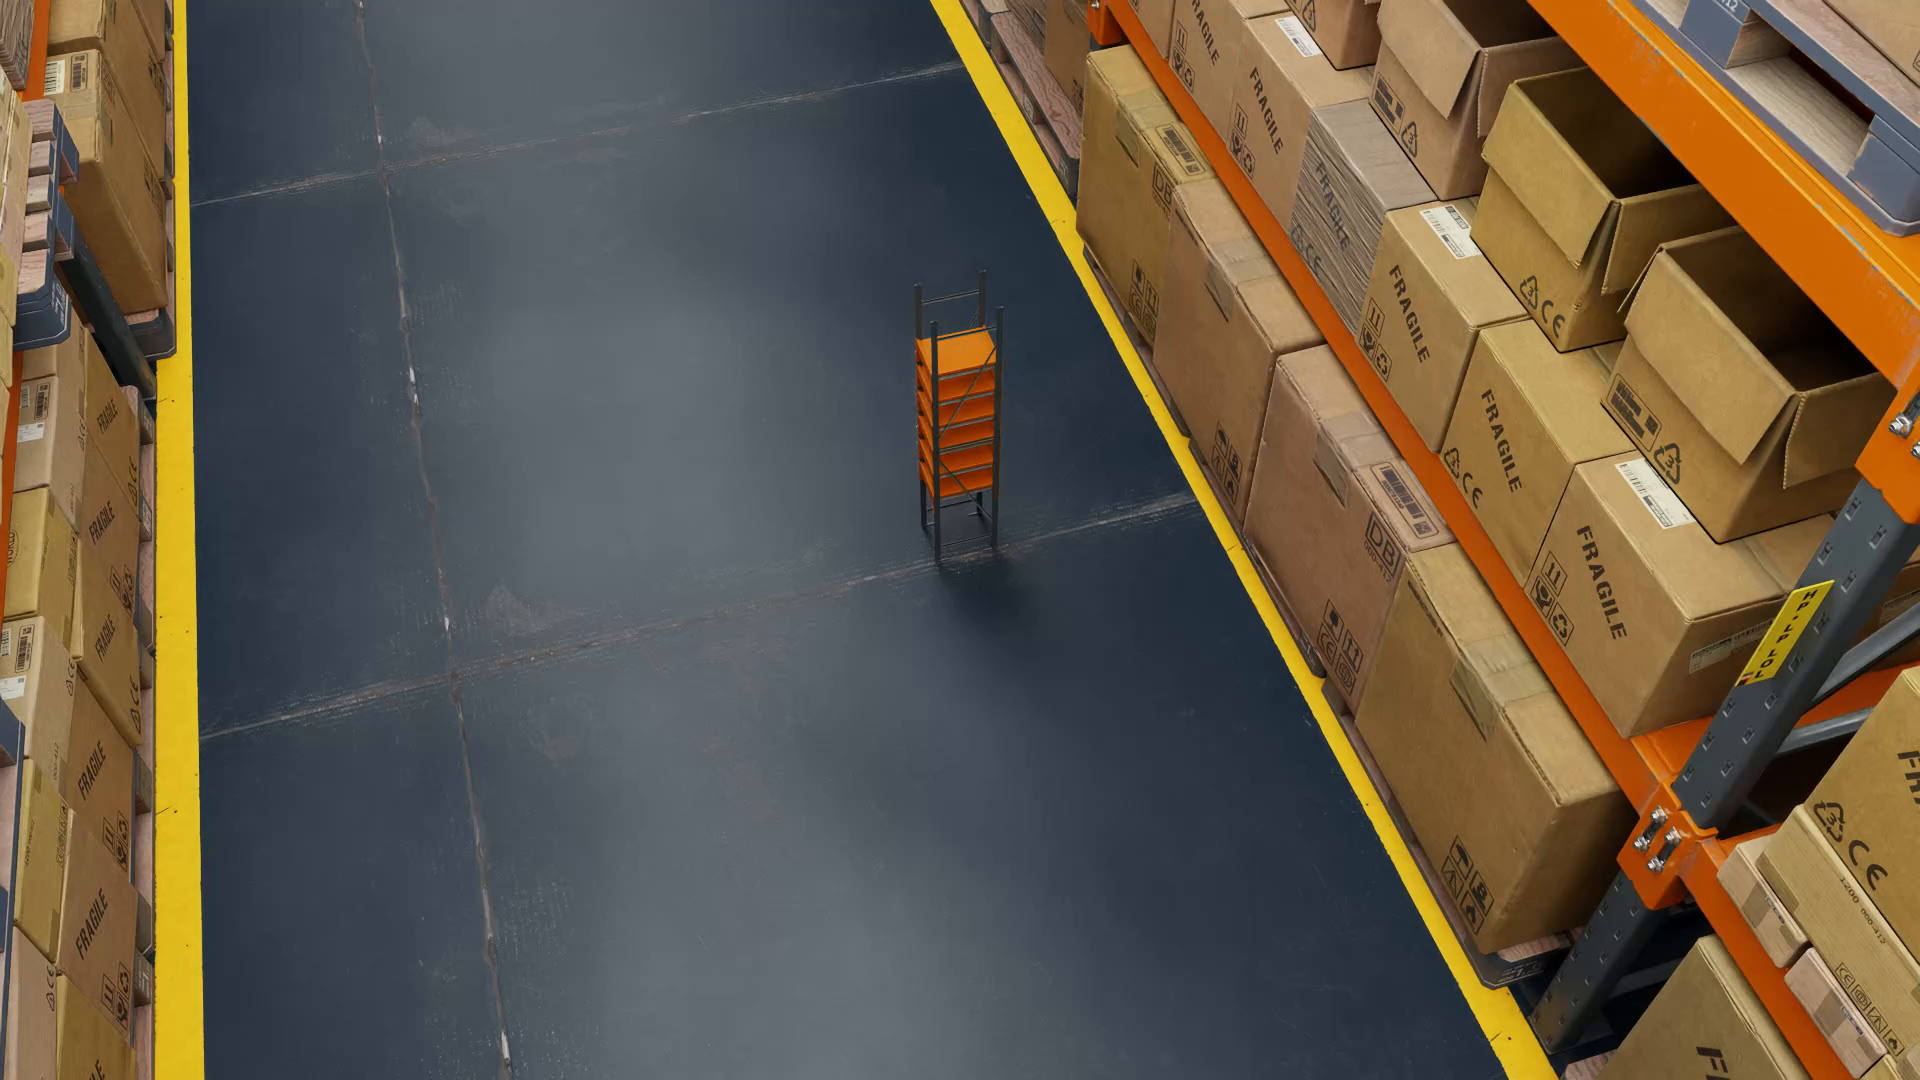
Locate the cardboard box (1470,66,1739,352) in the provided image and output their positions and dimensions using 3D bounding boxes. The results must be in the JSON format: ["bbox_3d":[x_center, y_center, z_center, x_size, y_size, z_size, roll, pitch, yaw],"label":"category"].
[{"bbox_3d":[1.821,-0.911,4.334,0.797,0.503,0.637,-13,51,-11],"label":"cardboard box"}]

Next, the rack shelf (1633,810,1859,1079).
[{"bbox_3d":[2.801,2.106,2.983,1.077,0.370,4.000,-13,51,-11],"label":"rack shelf"}]

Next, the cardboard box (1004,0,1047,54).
[{"bbox_3d":[0.633,-2.731,7.938,0.700,0.500,0.500,-17,52,-14],"label":"cardboard box"}]

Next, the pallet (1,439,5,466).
[{"bbox_3d":[-3.117,0.038,4.382,1.003,0.211,1.213,-13,51,-11],"label":"pallet"}]

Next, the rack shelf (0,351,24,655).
[{"bbox_3d":[-3.150,0.232,4.563,1.077,0.370,4.000,-13,51,-11],"label":"rack shelf"}]

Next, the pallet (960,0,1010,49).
[{"bbox_3d":[0.440,-3.070,8.700,1.003,0.211,1.213,-13,51,-11],"label":"pallet"}]

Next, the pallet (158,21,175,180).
[{"bbox_3d":[-4.260,-2.044,7.835,1.003,0.211,1.213,-13,51,-11],"label":"pallet"}]

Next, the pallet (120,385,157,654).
[{"bbox_3d":[-3.512,0.009,6.104,1.003,0.211,1.213,-13,51,-11],"label":"pallet"}]

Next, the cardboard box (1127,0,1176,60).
[{"bbox_3d":[0.910,-2.124,6.013,0.500,0.500,0.500,-12,51,-10],"label":"cardboard box"}]

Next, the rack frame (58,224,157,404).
[{"bbox_3d":[-3.741,-1.460,5.519,1.000,3.000,0.127,-13,51,-11],"label":"rack frame"}]

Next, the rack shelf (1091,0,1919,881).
[{"bbox_3d":[1.618,-0.815,5.446,1.077,0.370,4.000,-13,51,-11],"label":"rack shelf"}]

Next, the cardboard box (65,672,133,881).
[{"bbox_3d":[-2.850,0.766,5.003,0.500,0.500,0.500,-13,51,-10],"label":"cardboard box"}]

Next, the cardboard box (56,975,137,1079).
[{"bbox_3d":[-2.524,1.532,4.357,0.500,0.500,0.500,-12,51,-10],"label":"cardboard box"}]

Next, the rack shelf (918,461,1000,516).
[{"bbox_3d":[-0.004,-0.214,6.018,0.258,0.103,0.180,-13,51,-11],"label":"rack shelf"}]

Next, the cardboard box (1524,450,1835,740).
[{"bbox_3d":[1.810,0.101,4.137,0.500,0.500,0.500,-13,51,-11],"label":"cardboard box"}]

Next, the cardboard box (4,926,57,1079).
[{"bbox_3d":[-2.525,1.290,4.070,0.500,0.250,0.500,-15,52,-13],"label":"cardboard box"}]

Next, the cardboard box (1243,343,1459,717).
[{"bbox_3d":[1.736,-0.153,5.532,1.225,0.875,0.875,-15,51,-12],"label":"cardboard box"}]

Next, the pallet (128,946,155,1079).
[{"bbox_3d":[-2.790,1.792,4.602,1.003,0.211,1.213,-13,51,-11],"label":"pallet"}]

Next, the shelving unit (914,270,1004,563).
[{"bbox_3d":[-0.004,-0.397,5.800,0.258,1.200,0.189,-13,51,-11],"label":"shelving unit"}]

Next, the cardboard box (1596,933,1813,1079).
[{"bbox_3d":[2.328,1.463,4.170,0.875,0.875,0.875,-13,51,-11],"label":"cardboard box"}]

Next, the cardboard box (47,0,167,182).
[{"bbox_3d":[-4.097,-1.974,7.149,1.050,0.750,0.750,-13,51,-10],"label":"cardboard box"}]

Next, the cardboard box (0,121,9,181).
[{"bbox_3d":[-3.080,-1.158,4.960,0.380,0.149,0.250,-12,51,-10],"label":"cardboard box"}]

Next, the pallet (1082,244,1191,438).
[{"bbox_3d":[1.188,-1.016,6.969,1.003,0.211,1.213,-13,51,-11],"label":"pallet"}]

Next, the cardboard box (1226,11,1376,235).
[{"bbox_3d":[1.220,-1.374,5.381,0.500,0.500,0.500,-14,51,-12],"label":"cardboard box"}]

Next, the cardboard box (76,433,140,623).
[{"bbox_3d":[-3.147,0.011,5.639,0.500,0.500,0.500,-11,51,-10],"label":"cardboard box"}]

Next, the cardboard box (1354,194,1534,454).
[{"bbox_3d":[1.509,-0.642,4.764,0.500,0.500,0.500,-14,51,-11],"label":"cardboard box"}]

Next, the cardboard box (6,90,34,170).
[{"bbox_3d":[-3.156,-1.258,5.239,0.380,0.149,0.250,-13,51,-10],"label":"cardboard box"}]

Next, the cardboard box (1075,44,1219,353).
[{"bbox_3d":[1.211,-1.450,6.625,1.225,0.875,0.875,-15,52,-13],"label":"cardboard box"}]

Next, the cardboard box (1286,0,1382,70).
[{"bbox_3d":[1.417,-1.849,5.126,0.797,0.503,0.637,-12,51,-10],"label":"cardboard box"}]

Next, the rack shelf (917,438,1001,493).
[{"bbox_3d":[-0.004,-0.291,5.926,0.258,0.103,0.180,-13,51,-11],"label":"rack shelf"}]

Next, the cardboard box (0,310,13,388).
[{"bbox_3d":[-2.857,-0.510,4.608,0.380,0.149,0.250,-15,52,-13],"label":"cardboard box"}]

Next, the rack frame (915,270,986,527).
[{"bbox_3d":[-0.031,-0.464,5.857,0.240,1.200,0.006,-13,51,-11],"label":"rack frame"}]

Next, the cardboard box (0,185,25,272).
[{"bbox_3d":[-3.008,-0.889,4.927,0.380,0.149,0.250,-13,51,-10],"label":"cardboard box"}]

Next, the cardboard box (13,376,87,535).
[{"bbox_3d":[-3.129,-0.225,5.348,0.500,0.250,0.500,-13,51,-10],"label":"cardboard box"}]

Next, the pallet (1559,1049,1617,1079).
[{"bbox_3d":[2.360,1.885,4.523,1.003,0.211,1.213,-13,51,-11],"label":"pallet"}]

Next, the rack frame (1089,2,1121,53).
[{"bbox_3d":[1.027,-2.508,6.402,1.000,3.000,0.127,-13,51,-11],"label":"rack frame"}]

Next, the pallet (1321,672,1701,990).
[{"bbox_3d":[1.909,0.766,5.466,1.003,0.211,1.213,-13,51,-11],"label":"pallet"}]

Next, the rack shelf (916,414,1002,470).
[{"bbox_3d":[-0.004,-0.369,5.834,0.258,0.103,0.180,-13,51,-11],"label":"rack shelf"}]

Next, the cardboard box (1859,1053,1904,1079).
[{"bbox_3d":[2.135,1.170,3.466,0.380,0.149,0.250,-12,51,-10],"label":"cardboard box"}]

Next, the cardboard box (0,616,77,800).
[{"bbox_3d":[-2.831,0.528,4.712,0.500,0.250,0.500,-12,51,-10],"label":"cardboard box"}]

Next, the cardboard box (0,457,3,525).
[{"bbox_3d":[-2.698,-0.122,4.281,0.380,0.149,0.250,-15,52,-13],"label":"cardboard box"}]

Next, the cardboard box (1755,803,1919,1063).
[{"bbox_3d":[2.098,0.768,3.544,0.500,0.250,0.500,-14,51,-12],"label":"cardboard box"}]

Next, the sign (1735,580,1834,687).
[{"bbox_3d":[1.694,0.195,3.418,0.100,0.325,0.005,-13,51,-11],"label":"sign"}]

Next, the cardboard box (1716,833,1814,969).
[{"bbox_3d":[1.979,0.786,3.790,0.380,0.149,0.250,-13,51,-11],"label":"cardboard box"}]

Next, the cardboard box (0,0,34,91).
[{"bbox_3d":[-3.616,-1.882,5.809,0.500,0.500,0.500,-13,51,-11],"label":"cardboard box"}]
